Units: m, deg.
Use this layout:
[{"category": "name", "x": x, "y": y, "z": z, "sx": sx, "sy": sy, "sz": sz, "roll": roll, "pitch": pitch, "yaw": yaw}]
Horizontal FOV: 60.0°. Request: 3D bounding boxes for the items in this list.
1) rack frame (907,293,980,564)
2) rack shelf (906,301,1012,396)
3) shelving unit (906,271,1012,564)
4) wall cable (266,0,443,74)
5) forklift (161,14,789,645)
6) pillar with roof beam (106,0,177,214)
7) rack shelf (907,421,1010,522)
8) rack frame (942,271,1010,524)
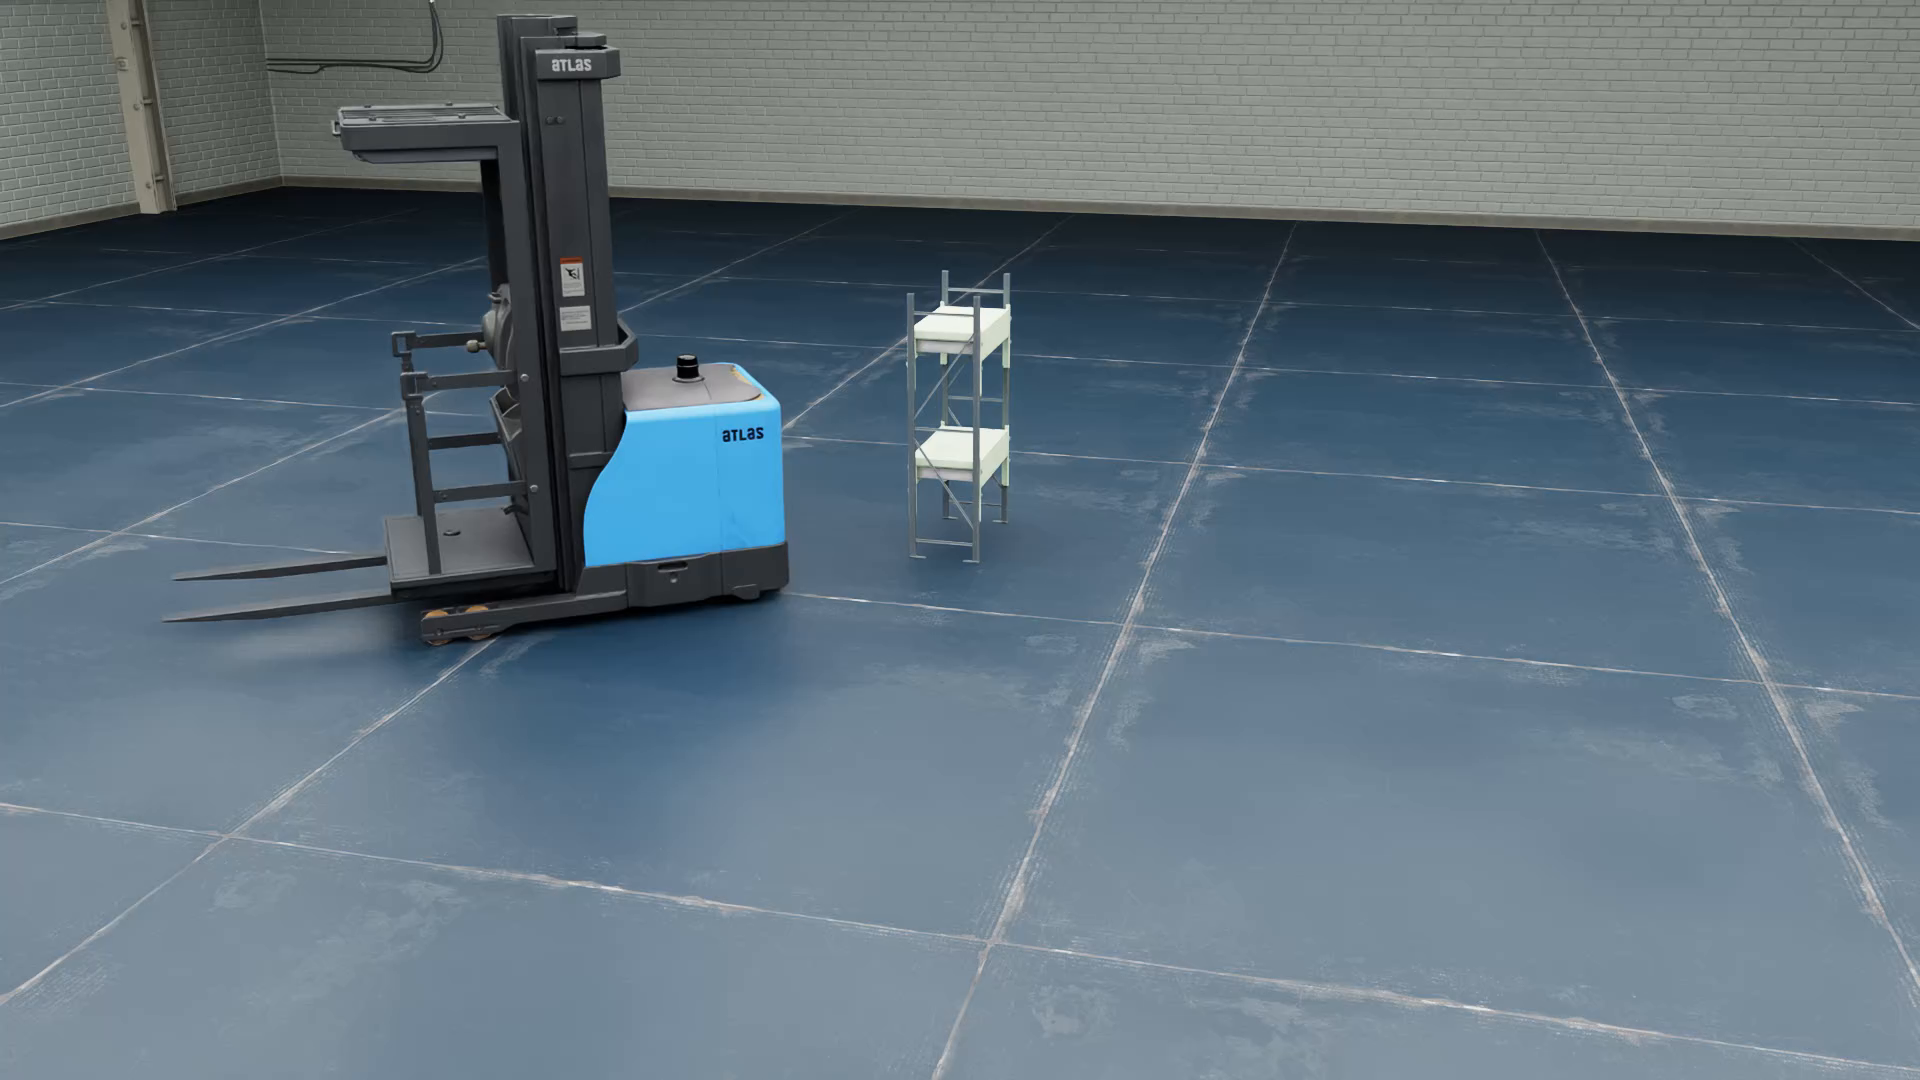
[{"category": "rack frame", "x": -0.088, "y": -0.597, "z": 9.115, "sx": 0.400, "sy": 1.500, "sz": 0.023, "roll": 5, "pitch": 19, "yaw": 13}, {"category": "rack shelf", "x": 0.002, "y": -1.081, "z": 9.325, "sx": 0.431, "sy": 0.370, "sz": 0.720, "roll": 5, "pitch": 19, "yaw": 13}, {"category": "shelving unit", "x": 0.002, "y": -0.712, "z": 9.451, "sx": 0.431, "sy": 1.500, "sz": 0.755, "roll": 5, "pitch": 19, "yaw": 13}, {"category": "wall cable", "x": -9.078, "y": -8.148, "z": 24.424, "sx": 3.097, "sy": 2.526, "sz": 0.112, "roll": 5, "pitch": 19, "yaw": 13}, {"category": "forklift", "x": -2.477, "y": -1.063, "z": 8.266, "sx": 3.031, "sy": 2.935, "sz": 1.130, "roll": -7, "pitch": 20, "yaw": -19}, {"category": "pillar with roof beam", "x": -6.905, "y": -8.458, "z": 20.529, "sx": 9.100, "sy": 9.000, "sz": 0.400, "roll": 5, "pitch": 19, "yaw": 13}, {"category": "rack shelf", "x": 0.002, "y": -0.403, "z": 9.557, "sx": 0.431, "sy": 0.370, "sz": 0.720, "roll": 5, "pitch": 19, "yaw": 13}, {"category": "rack frame", "x": 0.091, "y": -0.827, "z": 9.787, "sx": 0.400, "sy": 1.500, "sz": 0.023, "roll": 5, "pitch": 19, "yaw": 13}]
